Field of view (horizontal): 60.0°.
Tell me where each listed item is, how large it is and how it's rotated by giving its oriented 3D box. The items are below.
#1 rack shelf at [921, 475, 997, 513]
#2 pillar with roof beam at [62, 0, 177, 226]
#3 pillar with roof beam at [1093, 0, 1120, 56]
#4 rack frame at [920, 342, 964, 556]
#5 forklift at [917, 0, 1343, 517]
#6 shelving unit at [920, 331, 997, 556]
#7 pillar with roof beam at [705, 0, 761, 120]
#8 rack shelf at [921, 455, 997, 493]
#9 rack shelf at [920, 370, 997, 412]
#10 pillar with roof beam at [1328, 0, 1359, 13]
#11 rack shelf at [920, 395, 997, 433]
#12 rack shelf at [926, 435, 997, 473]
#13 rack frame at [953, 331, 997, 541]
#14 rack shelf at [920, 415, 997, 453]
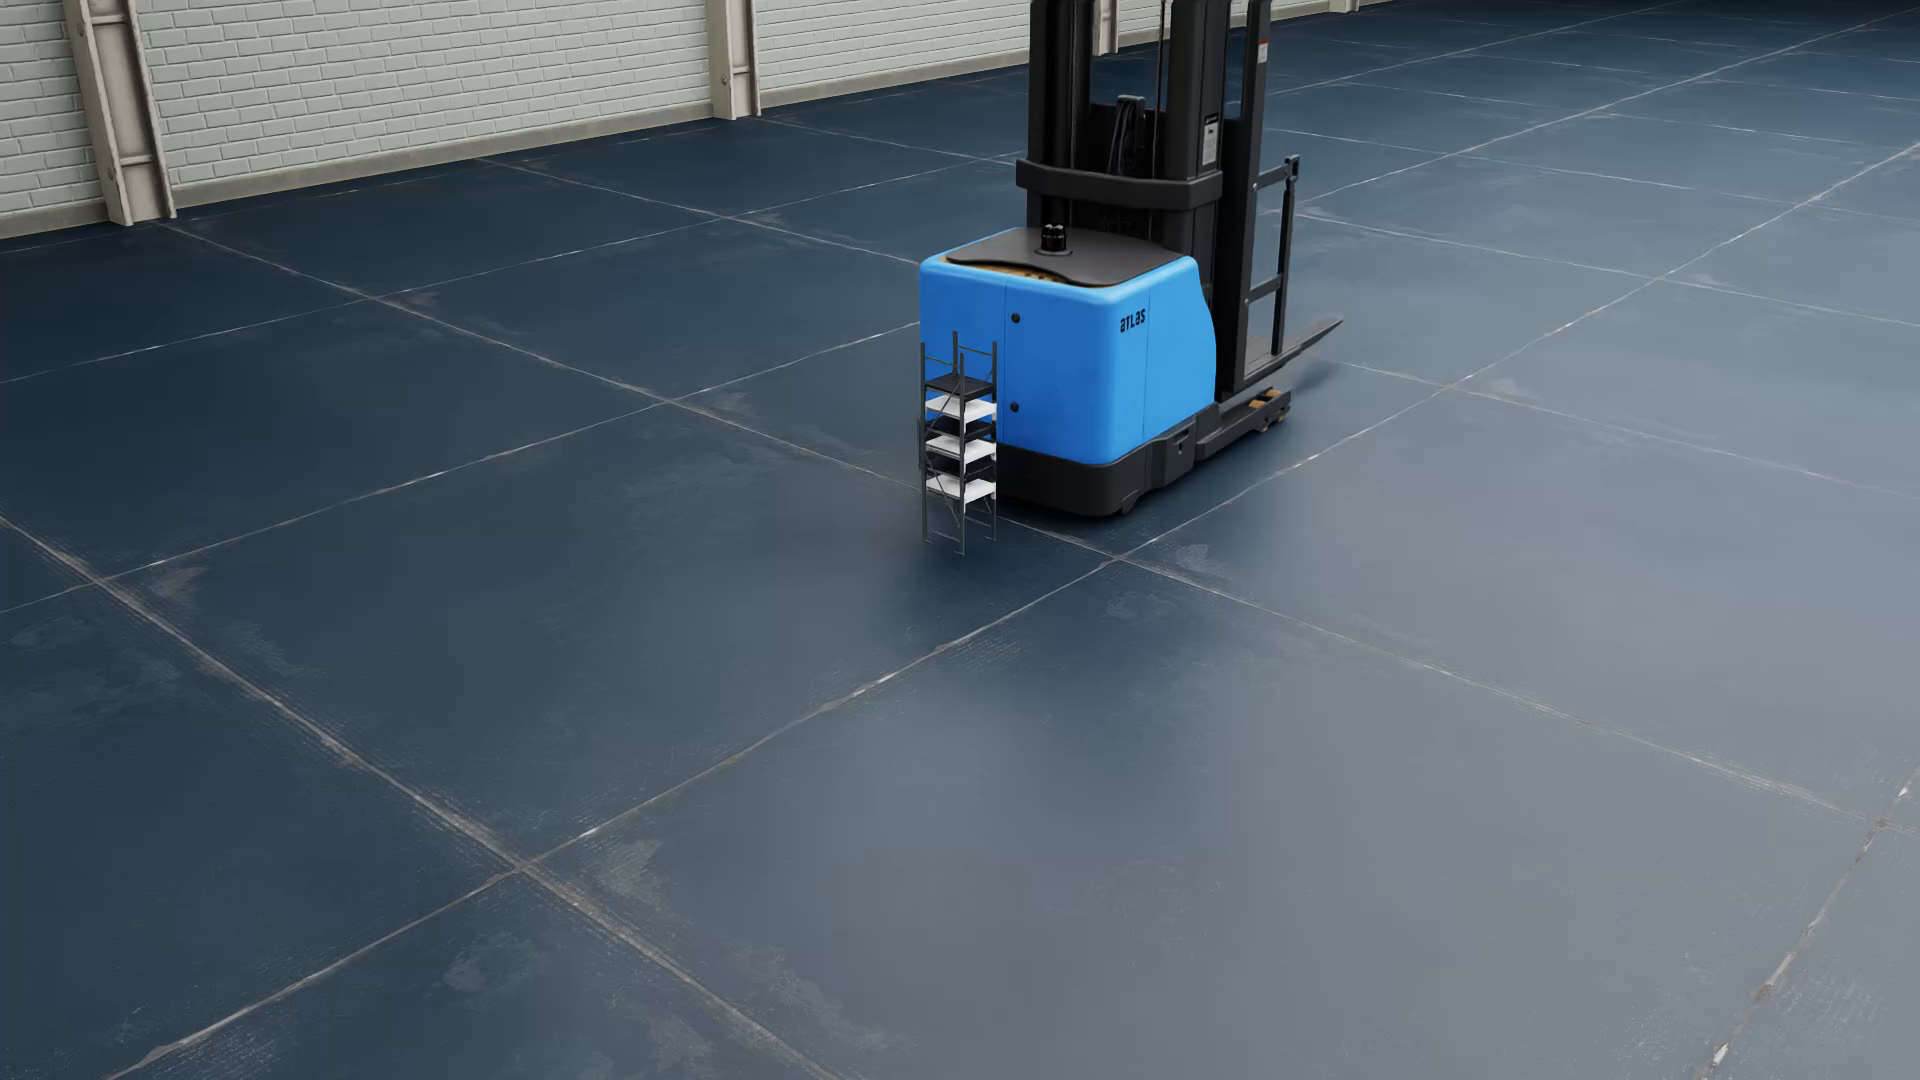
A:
[{"bbox_3d":[-0.005,-0.213,7.148,0.258,0.077,0.200,20,31,38],"label":"rack shelf"},{"bbox_3d":[-3.058,-5.396,8.285,9.100,9.000,0.400,20,31,38],"label":"pillar with roof beam"},{"bbox_3d":[4.951,-9.052,16.439,9.100,9.000,0.400,20,31,38],"label":"pillar with roof beam"},{"bbox_3d":[-0.073,-0.377,6.991,0.240,0.900,0.006,20,31,38],"label":"rack frame"},{"bbox_3d":[1.059,-1.986,8.096,1.130,2.935,3.031,16,29,32],"label":"forklift"},{"bbox_3d":[-0.005,-0.408,7.060,0.258,0.900,0.210,20,31,38],"label":"shelving unit"},{"bbox_3d":[0.946,-7.224,12.362,9.100,9.000,0.400,20,31,38],"label":"pillar with roof beam"},{"bbox_3d":[-0.005,-0.296,7.111,0.258,0.077,0.200,20,31,38],"label":"rack shelf"},{"bbox_3d":[-0.005,-0.624,6.964,0.258,0.077,0.200,20,31,38],"label":"rack shelf"},{"bbox_3d":[8.955,-10.880,20.517,9.100,9.000,0.400,20,31,38],"label":"pillar with roof beam"},{"bbox_3d":[-0.005,-0.542,7.000,0.258,0.077,0.200,20,31,38],"label":"rack shelf"},{"bbox_3d":[-0.005,-0.378,7.074,0.258,0.077,0.200,20,31,38],"label":"rack shelf"},{"bbox_3d":[0.062,-0.439,7.129,0.240,0.900,0.006,20,31,38],"label":"rack frame"},{"bbox_3d":[-0.005,-0.460,7.037,0.258,0.077,0.200,20,31,38],"label":"rack shelf"}]
